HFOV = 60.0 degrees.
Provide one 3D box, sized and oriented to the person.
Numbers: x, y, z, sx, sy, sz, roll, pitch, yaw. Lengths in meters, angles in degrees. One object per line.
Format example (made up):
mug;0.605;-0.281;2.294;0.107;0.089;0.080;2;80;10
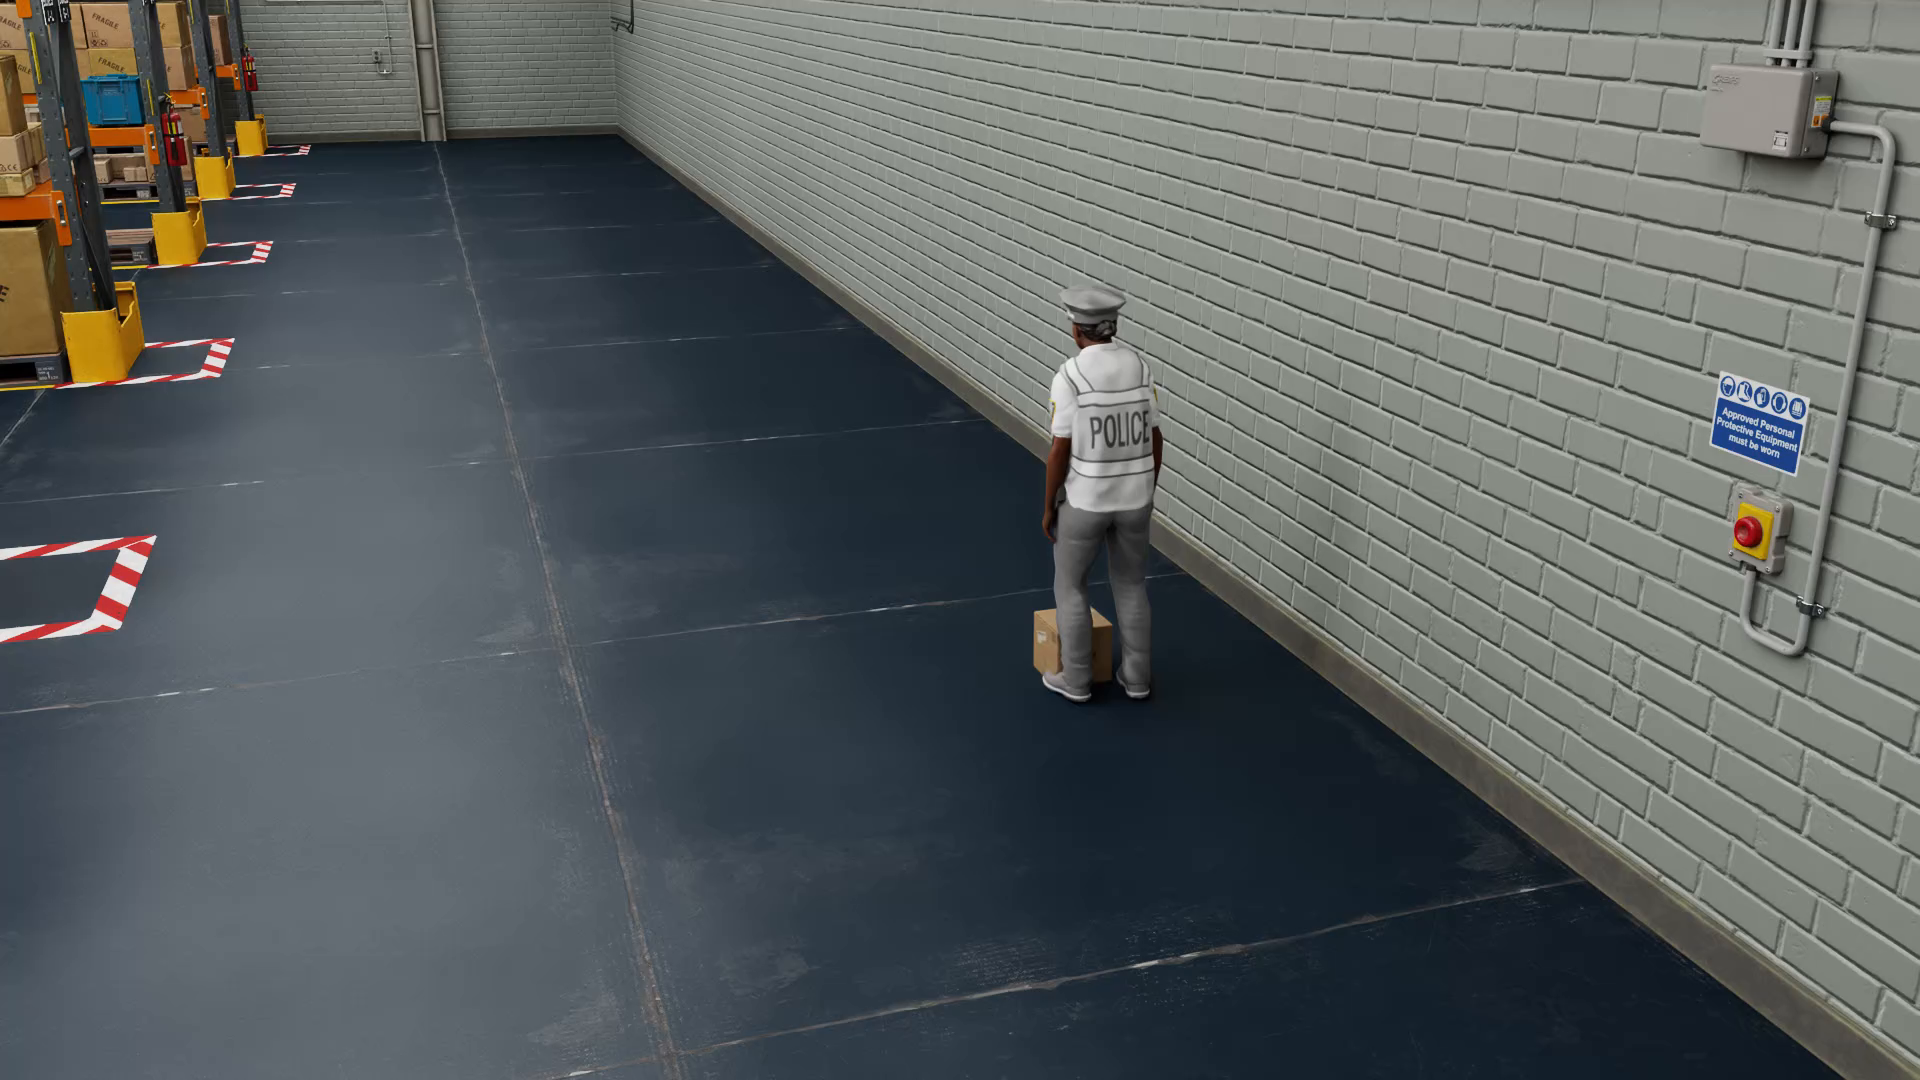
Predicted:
person;0.551;-0.153;6.508;0.513;1.656;0.426;-7;21;-19
